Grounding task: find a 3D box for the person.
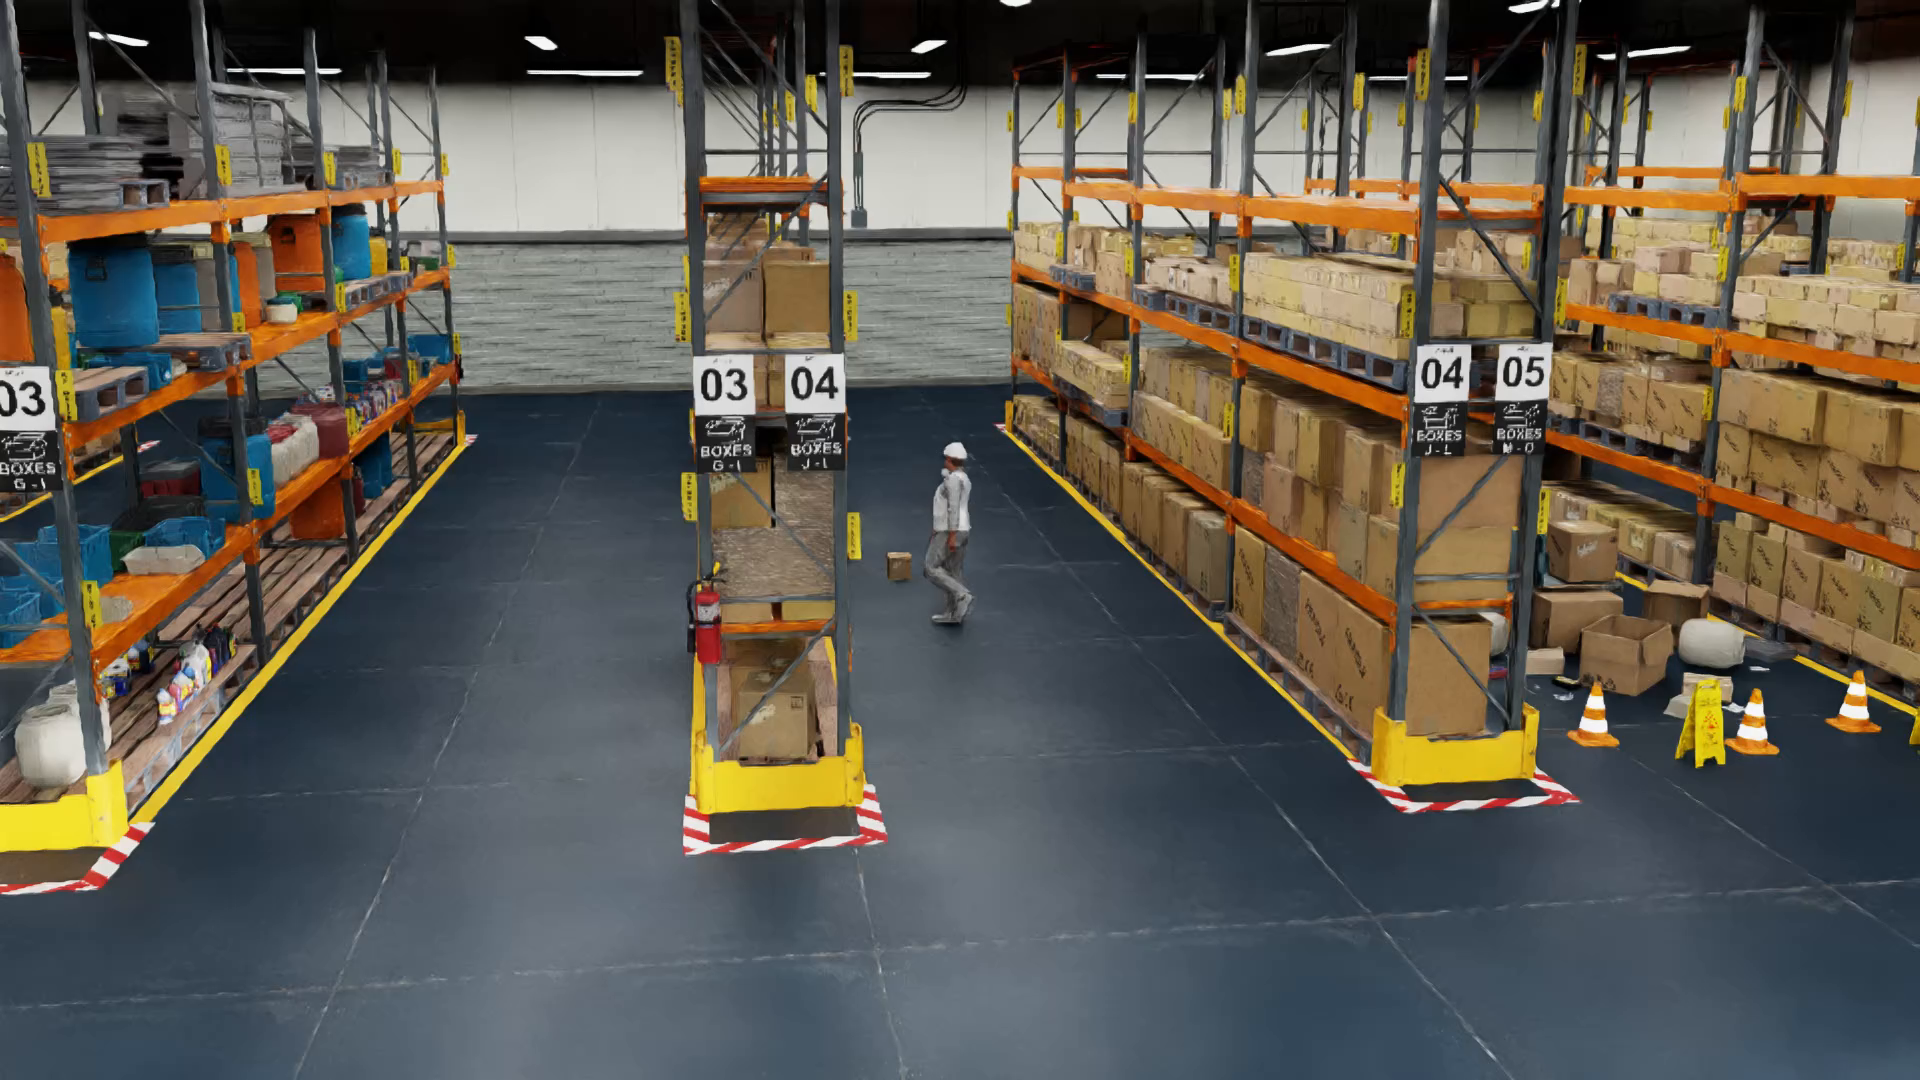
[{"bbox_3d":[-4.661,-1.948,15.356,9.213,5.793,10.958,3,13,13],"label":"person"}]
